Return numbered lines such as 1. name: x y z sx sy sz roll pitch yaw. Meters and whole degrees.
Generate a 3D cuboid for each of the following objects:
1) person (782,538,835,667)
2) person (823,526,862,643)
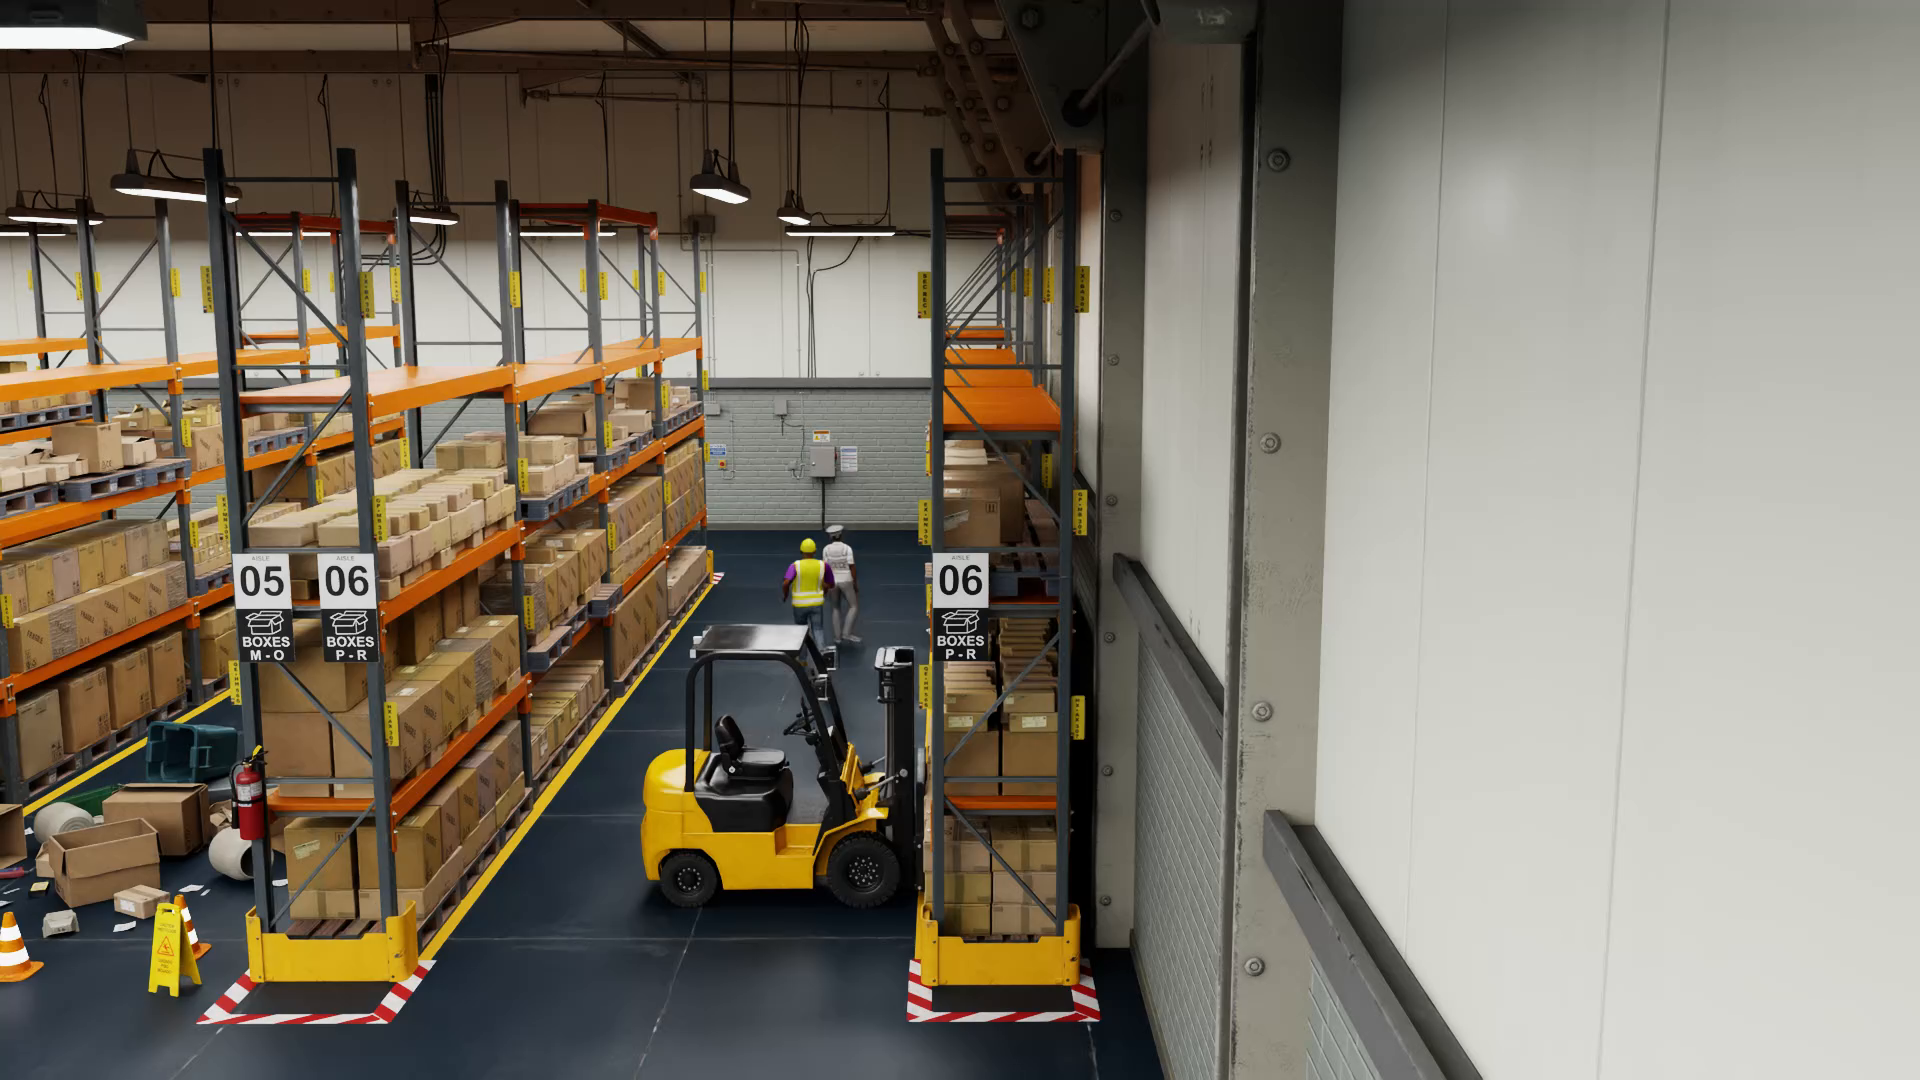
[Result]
1. person: -1.980 0.842 21.677 0.719 1.747 0.931 -3 9 -15
2. person: -1.650 0.639 23.313 0.593 1.645 0.471 2 9 9
